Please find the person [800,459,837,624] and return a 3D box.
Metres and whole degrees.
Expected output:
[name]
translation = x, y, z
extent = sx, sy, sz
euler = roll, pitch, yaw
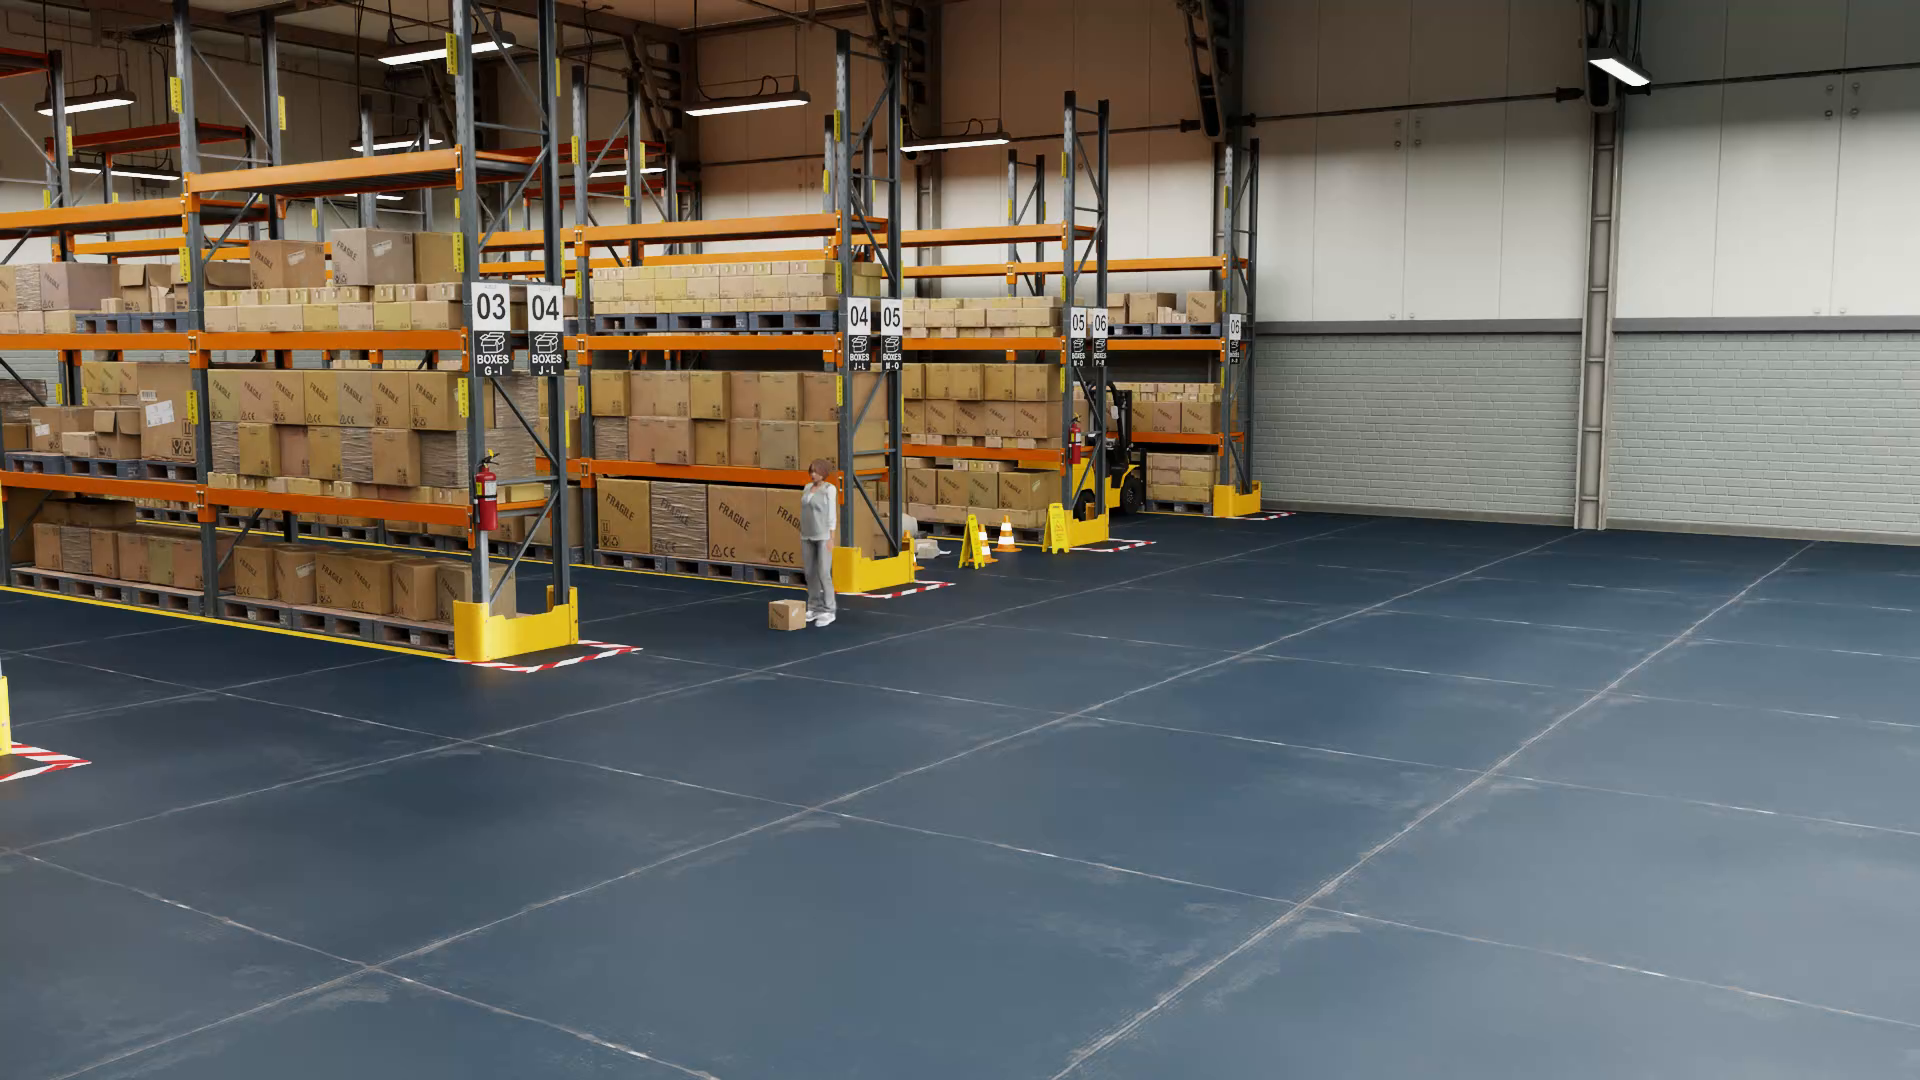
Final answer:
[person]
translation = -1.370, 0.006, 16.158
extent = 0.406, 1.596, 0.310
euler = 5, 8, 35
